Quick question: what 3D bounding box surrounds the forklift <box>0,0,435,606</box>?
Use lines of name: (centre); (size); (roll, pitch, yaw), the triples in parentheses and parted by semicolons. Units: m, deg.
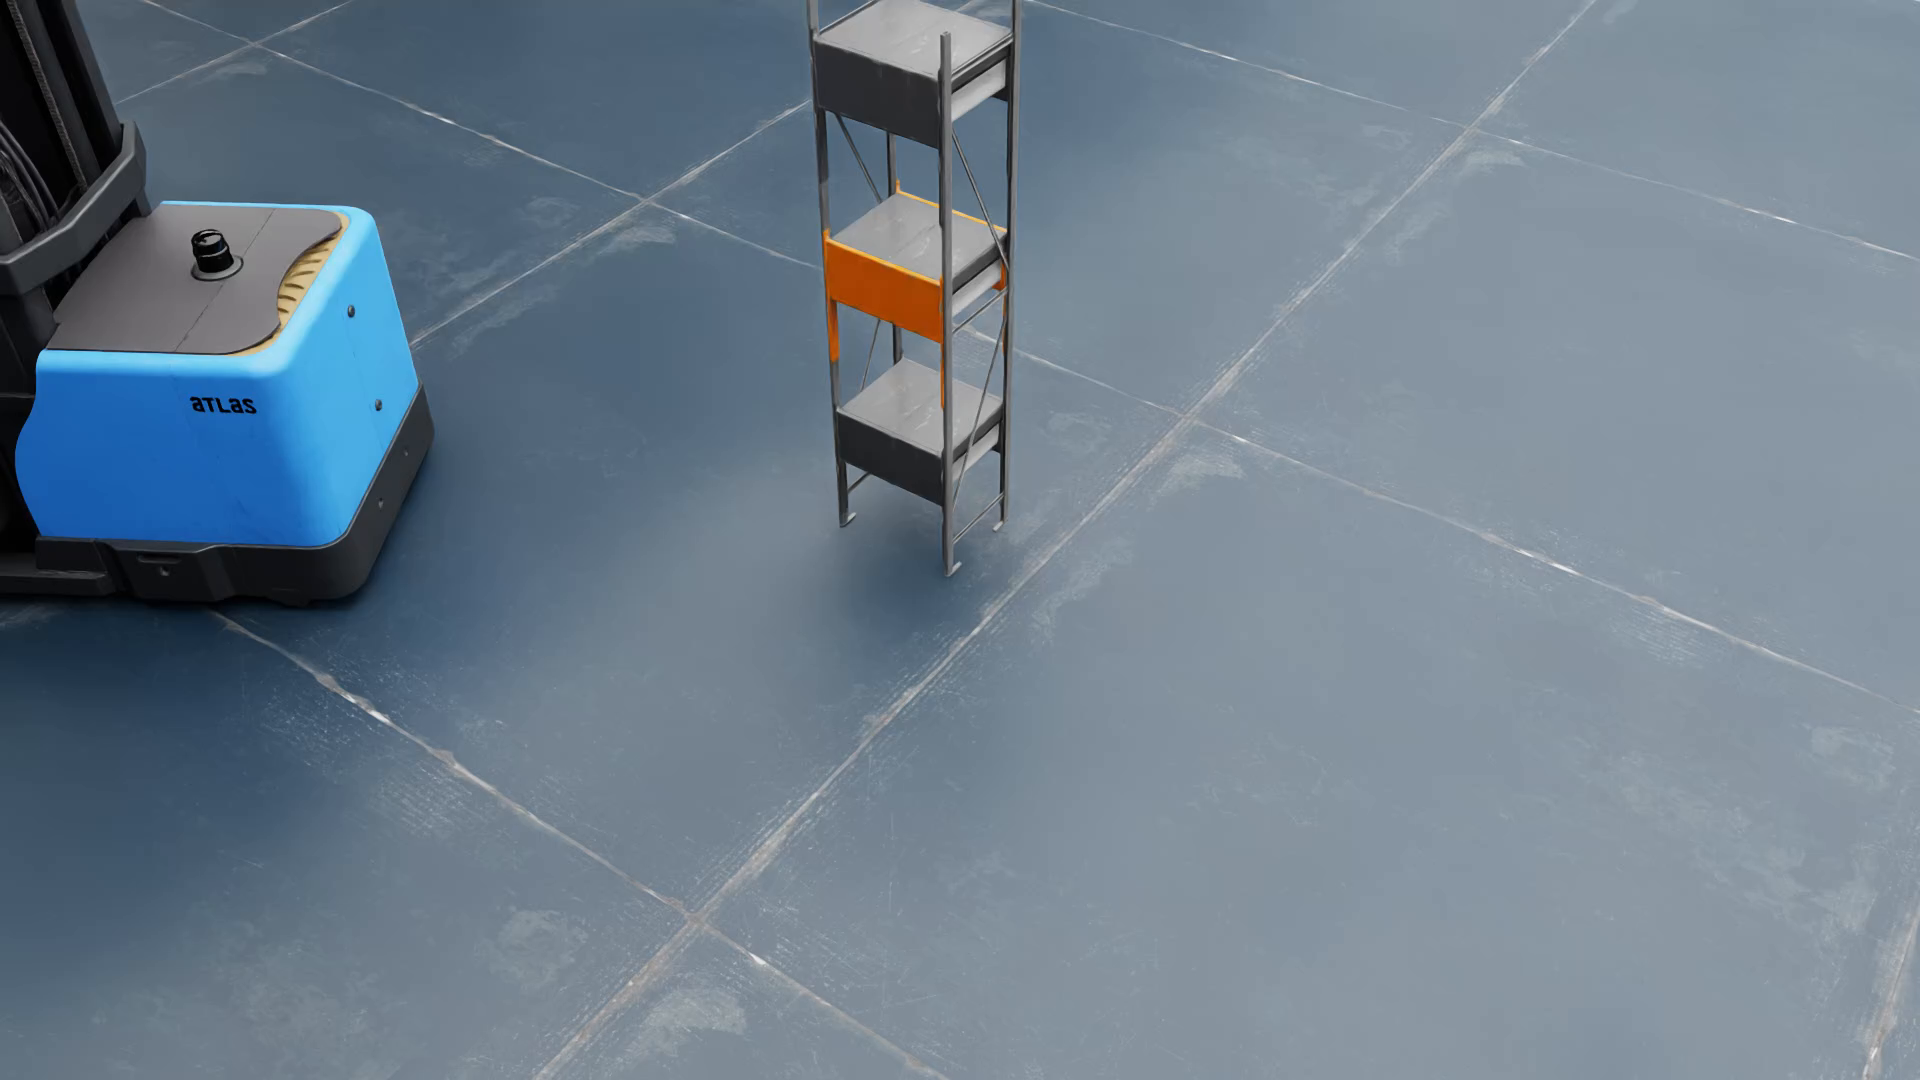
forklift: (-3.625, -1.231, 5.428); (3.031, 2.935, 1.130); (2, 42, 2)

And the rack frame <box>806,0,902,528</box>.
rack frame: (-0.335, -0.939, 5.725); (0.015, 2.100, 0.400); (25, 48, 25)

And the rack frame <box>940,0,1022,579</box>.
rack frame: (0.064, -0.752, 5.516); (0.015, 2.100, 0.400); (25, 48, 25)

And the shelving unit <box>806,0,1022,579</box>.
shelving unit: (-0.136, -0.846, 5.621); (0.503, 2.100, 0.431); (25, 48, 25)

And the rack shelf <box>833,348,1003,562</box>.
rack shelf: (-0.136, -0.314, 6.097); (0.480, 0.518, 0.431); (25, 48, 25)

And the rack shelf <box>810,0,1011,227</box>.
rack shelf: (-0.136, -1.357, 5.163); (0.480, 0.518, 0.431); (25, 48, 25)

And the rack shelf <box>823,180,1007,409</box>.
rack shelf: (-0.136, -0.836, 5.630); (0.480, 0.518, 0.431); (25, 48, 25)
